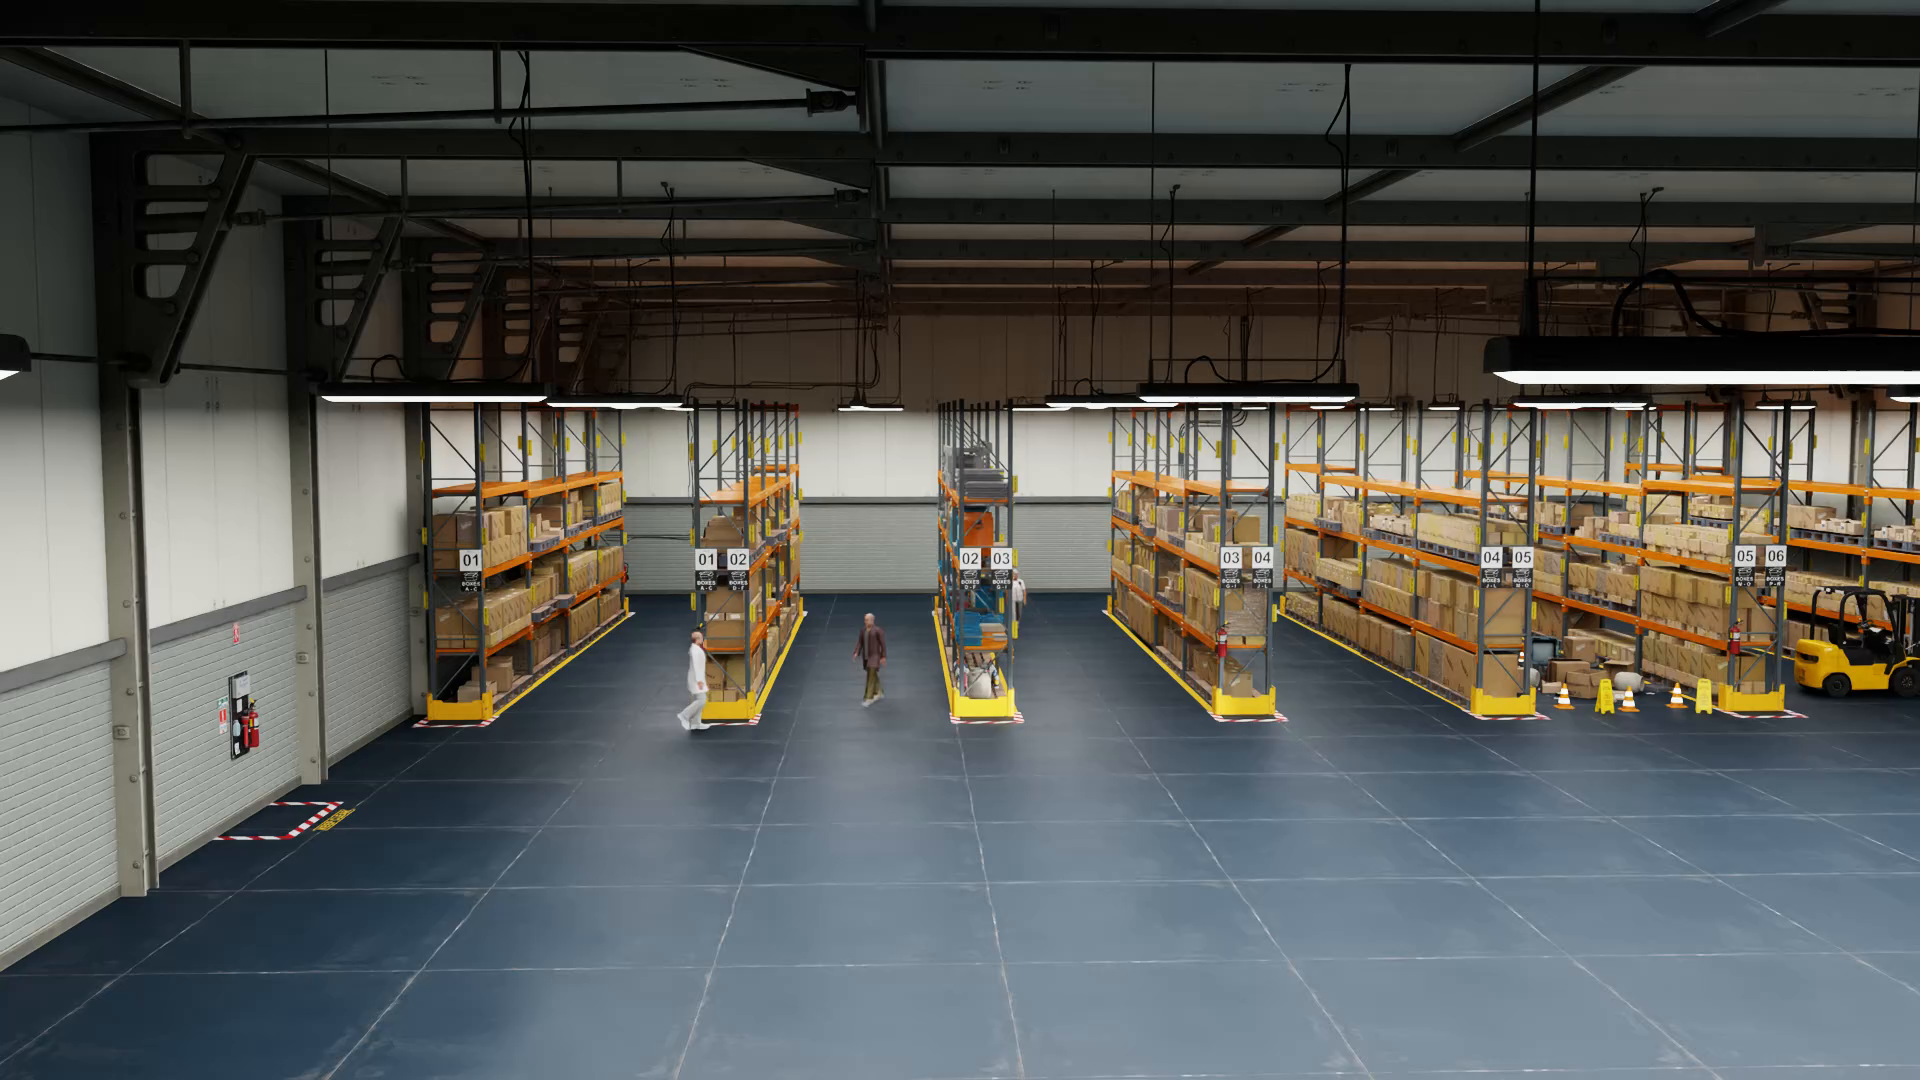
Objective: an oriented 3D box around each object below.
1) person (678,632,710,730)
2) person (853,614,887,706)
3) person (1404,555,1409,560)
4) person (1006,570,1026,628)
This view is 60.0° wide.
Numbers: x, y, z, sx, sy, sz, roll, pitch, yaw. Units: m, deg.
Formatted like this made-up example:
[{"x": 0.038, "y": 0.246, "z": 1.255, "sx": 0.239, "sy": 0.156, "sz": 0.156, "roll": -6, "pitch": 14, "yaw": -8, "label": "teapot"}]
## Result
[{"x": -4.798, "y": 2.538, "z": 29.976, "sx": 0.567, "sy": 1.777, "sz": 0.602, "roll": 0, "pitch": 4, "yaw": -2, "label": "person"}, {"x": -1.786, "y": 2.381, "z": 32.836, "sx": 0.909, "sy": 1.666, "sz": 0.651, "roll": -4, "pitch": 6, "yaw": -43, "label": "person"}, {"x": 12.609, "y": 1.270, "z": 46.810, "sx": 0.663, "sy": 1.787, "sz": 0.460, "roll": 1, "pitch": 4, "yaw": 14, "label": "person"}, {"x": 1.494, "y": 1.589, "z": 43.687, "sx": 0.484, "sy": 1.609, "sz": 1.014, "roll": -1, "pitch": 4, "yaw": -11, "label": "person"}]
